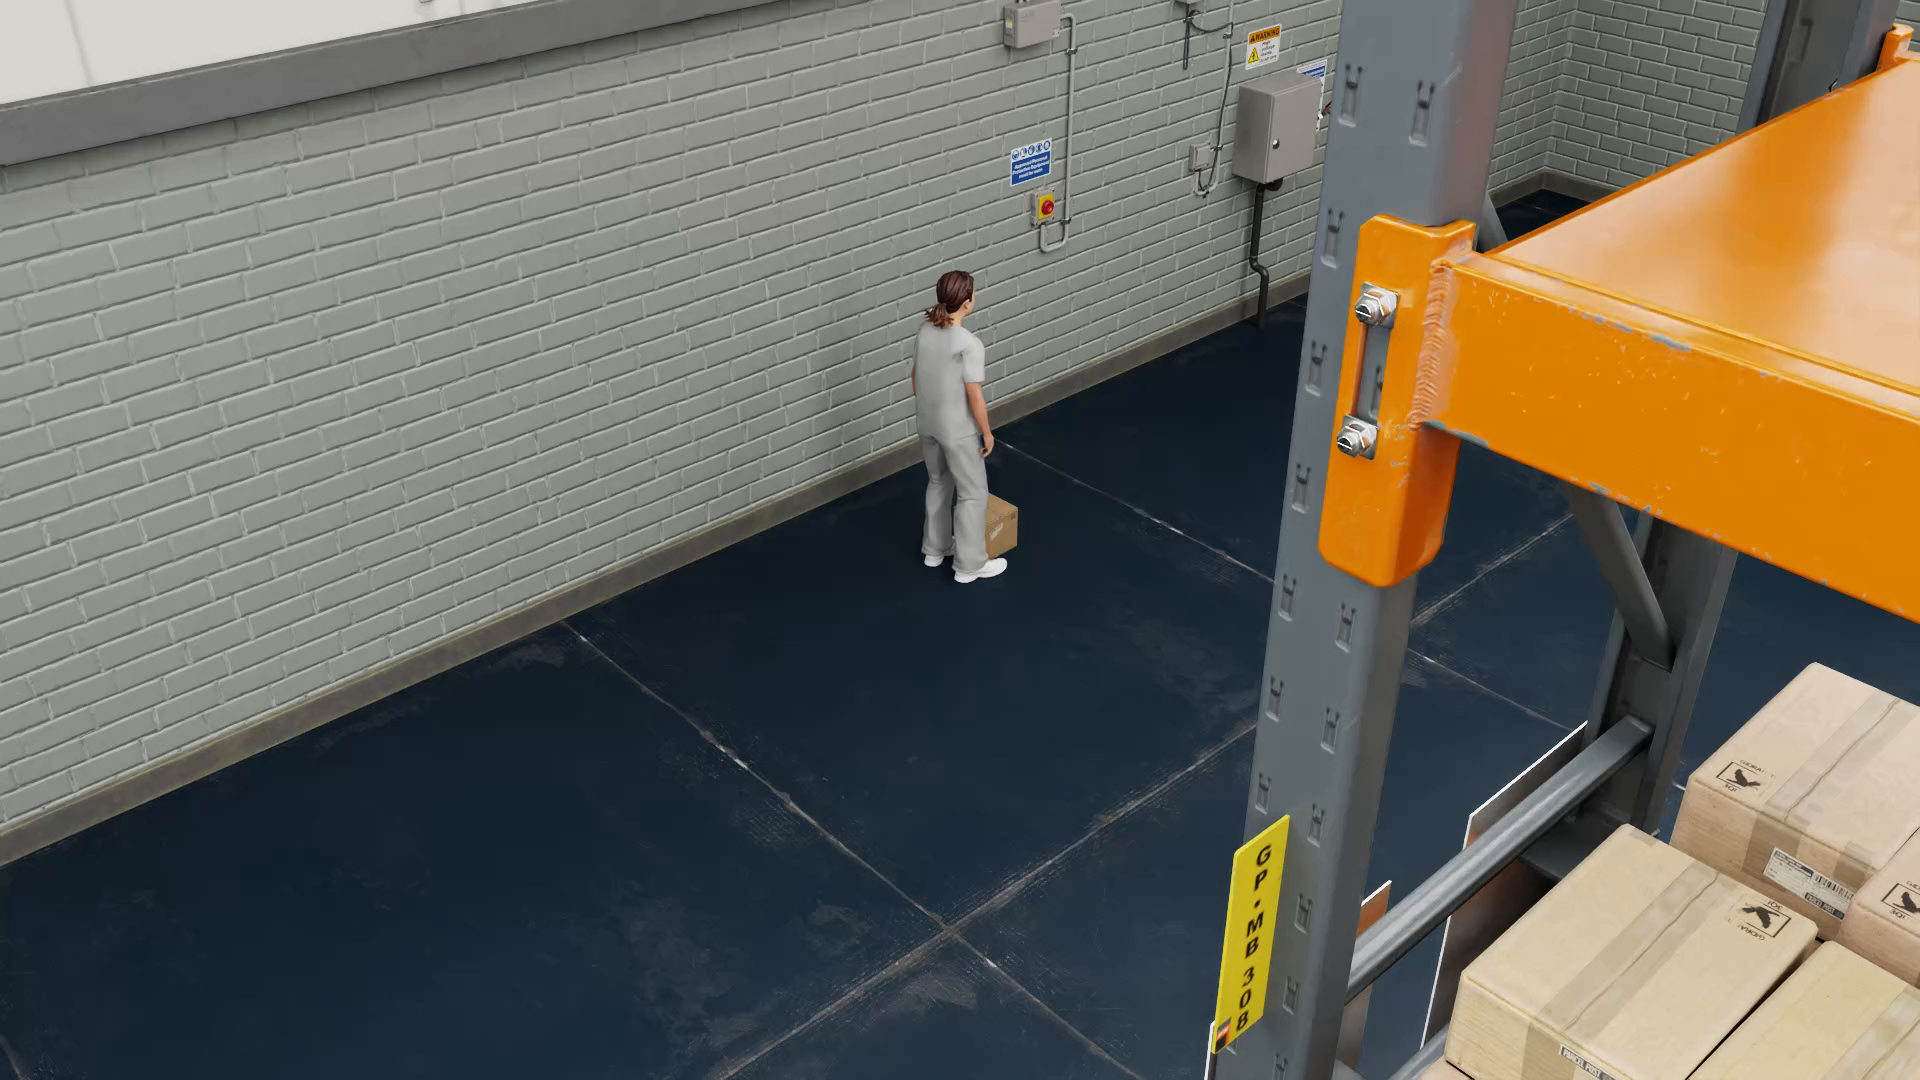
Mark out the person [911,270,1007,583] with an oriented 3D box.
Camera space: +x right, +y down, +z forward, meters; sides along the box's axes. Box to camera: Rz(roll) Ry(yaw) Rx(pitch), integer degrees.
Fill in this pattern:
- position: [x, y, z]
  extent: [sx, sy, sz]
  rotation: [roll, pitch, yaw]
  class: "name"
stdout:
- position: [-0.032, -0.583, 8.575]
  extent: [0.516, 1.672, 0.355]
  rotation: [27, 41, 36]
  class: "person"
